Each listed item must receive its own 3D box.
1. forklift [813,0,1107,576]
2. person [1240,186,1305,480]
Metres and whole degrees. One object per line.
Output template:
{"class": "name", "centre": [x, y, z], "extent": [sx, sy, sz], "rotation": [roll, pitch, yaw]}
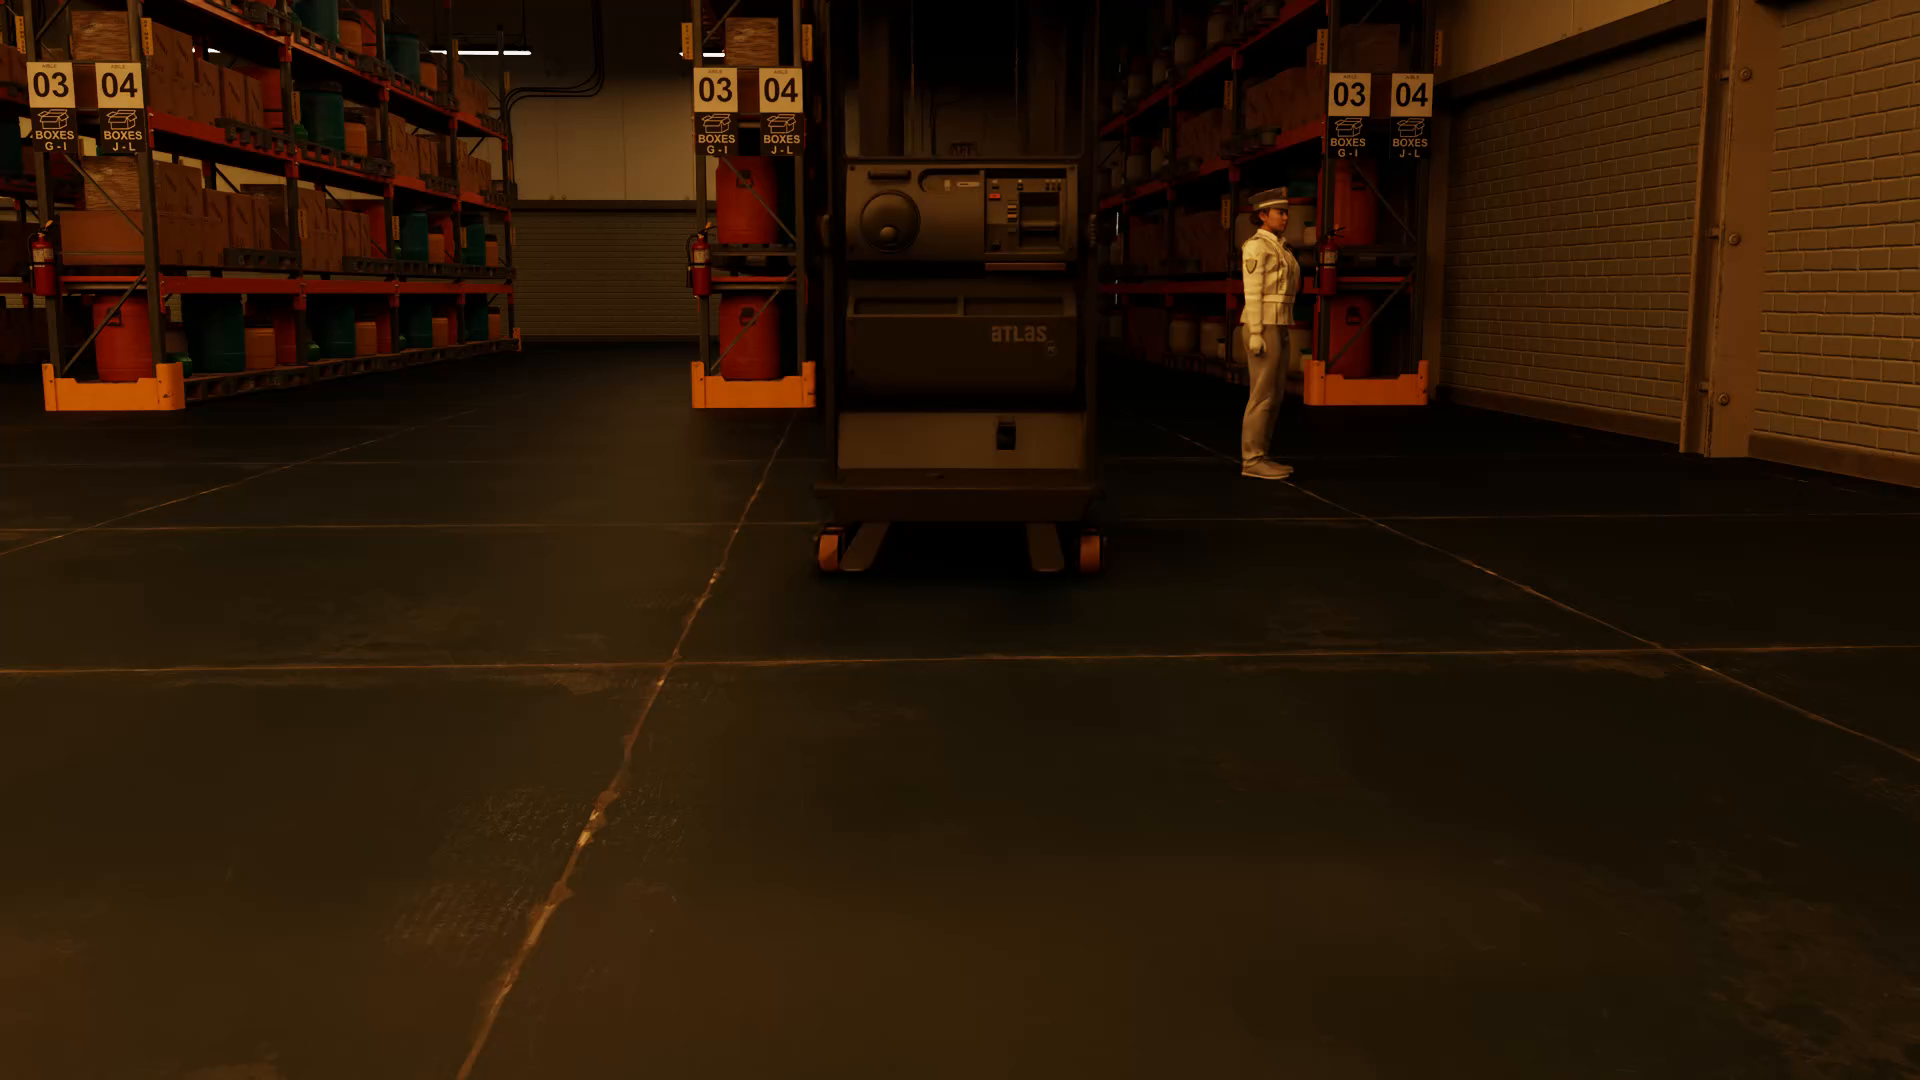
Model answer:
{"class": "forklift", "centre": [0.006, -1.356, 6.465], "extent": [1.130, 2.935, 3.031], "rotation": [0, 8, 1]}
{"class": "person", "centre": [1.821, -1.210, 9.741], "extent": [0.346, 1.687, 0.513], "rotation": [4, 9, 25]}
